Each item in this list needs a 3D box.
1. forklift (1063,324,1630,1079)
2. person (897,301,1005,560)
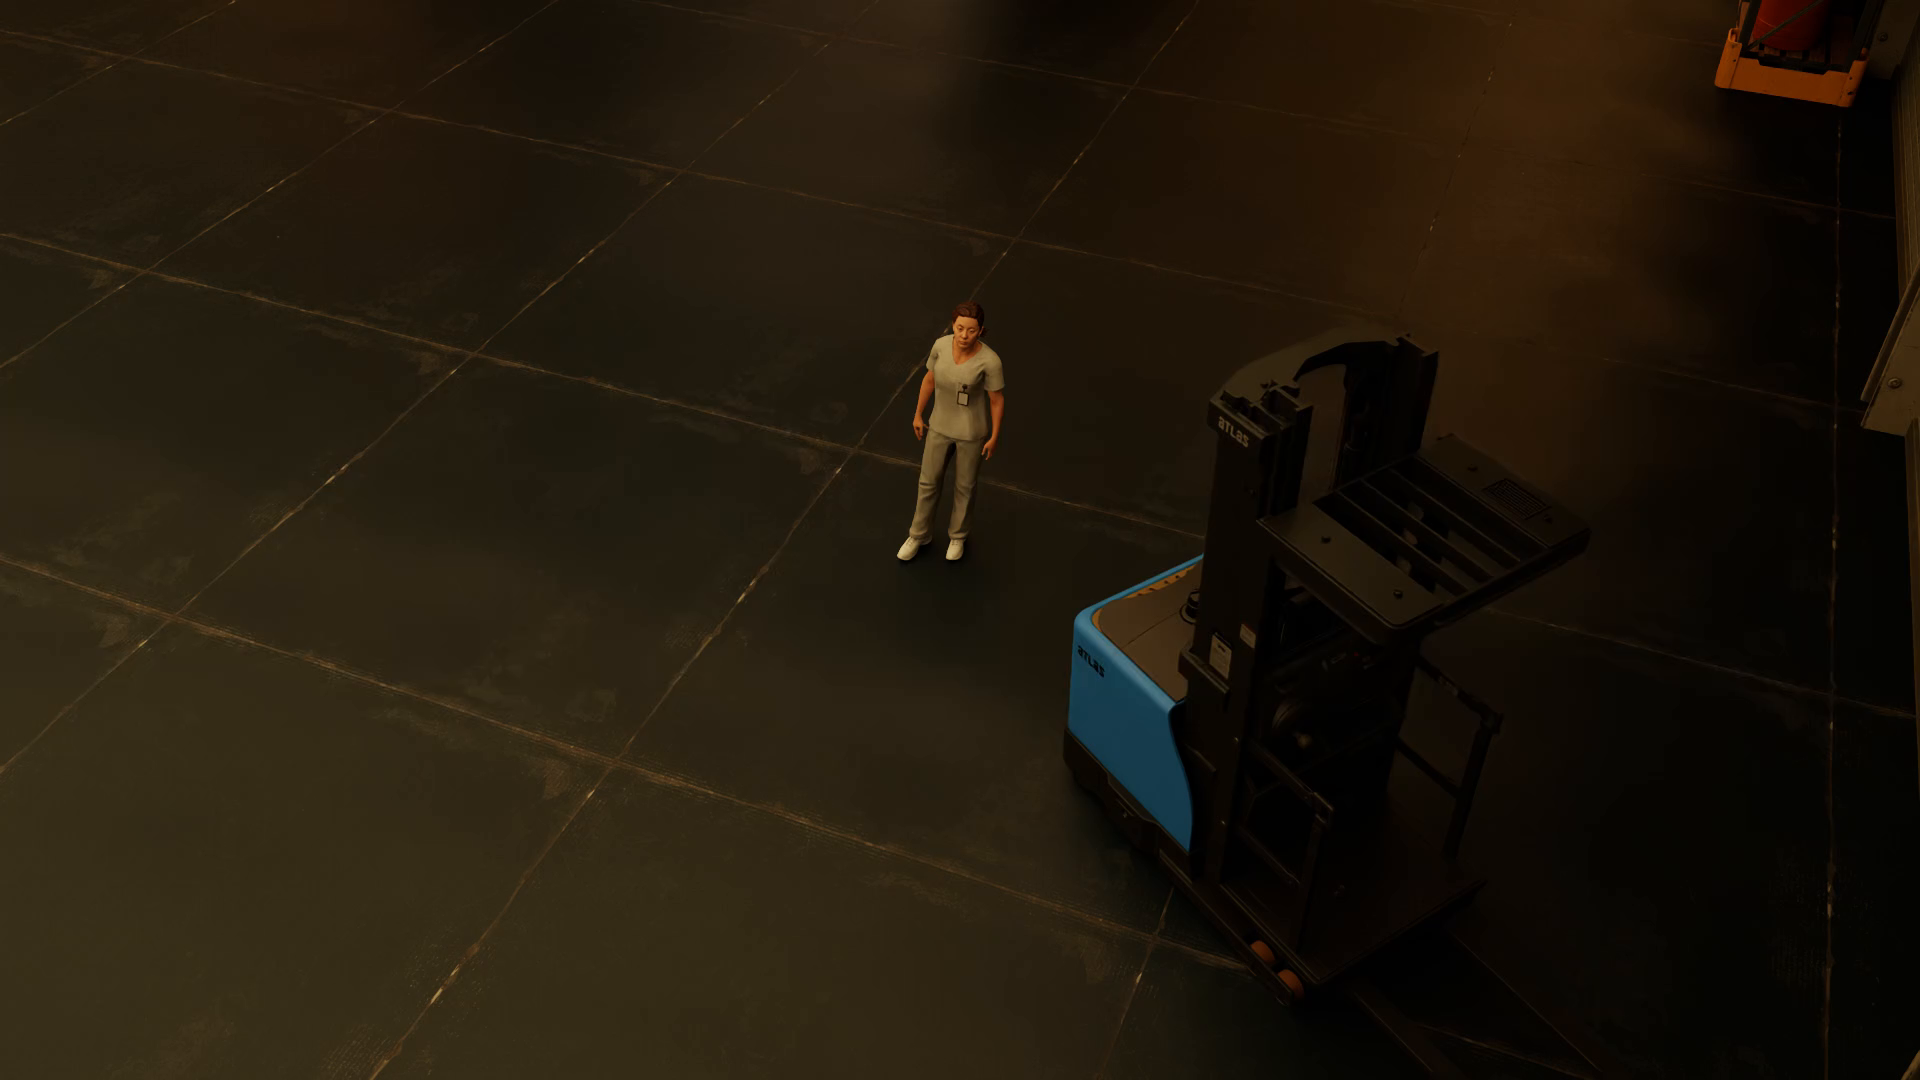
[{"bbox_3d":[1.777,0.681,7.192,1.130,2.935,3.031,-23,45,-25],"label":"forklift"},{"bbox_3d":[-0.040,-0.608,9.699,0.550,1.675,0.549,15,42,17],"label":"person"}]
